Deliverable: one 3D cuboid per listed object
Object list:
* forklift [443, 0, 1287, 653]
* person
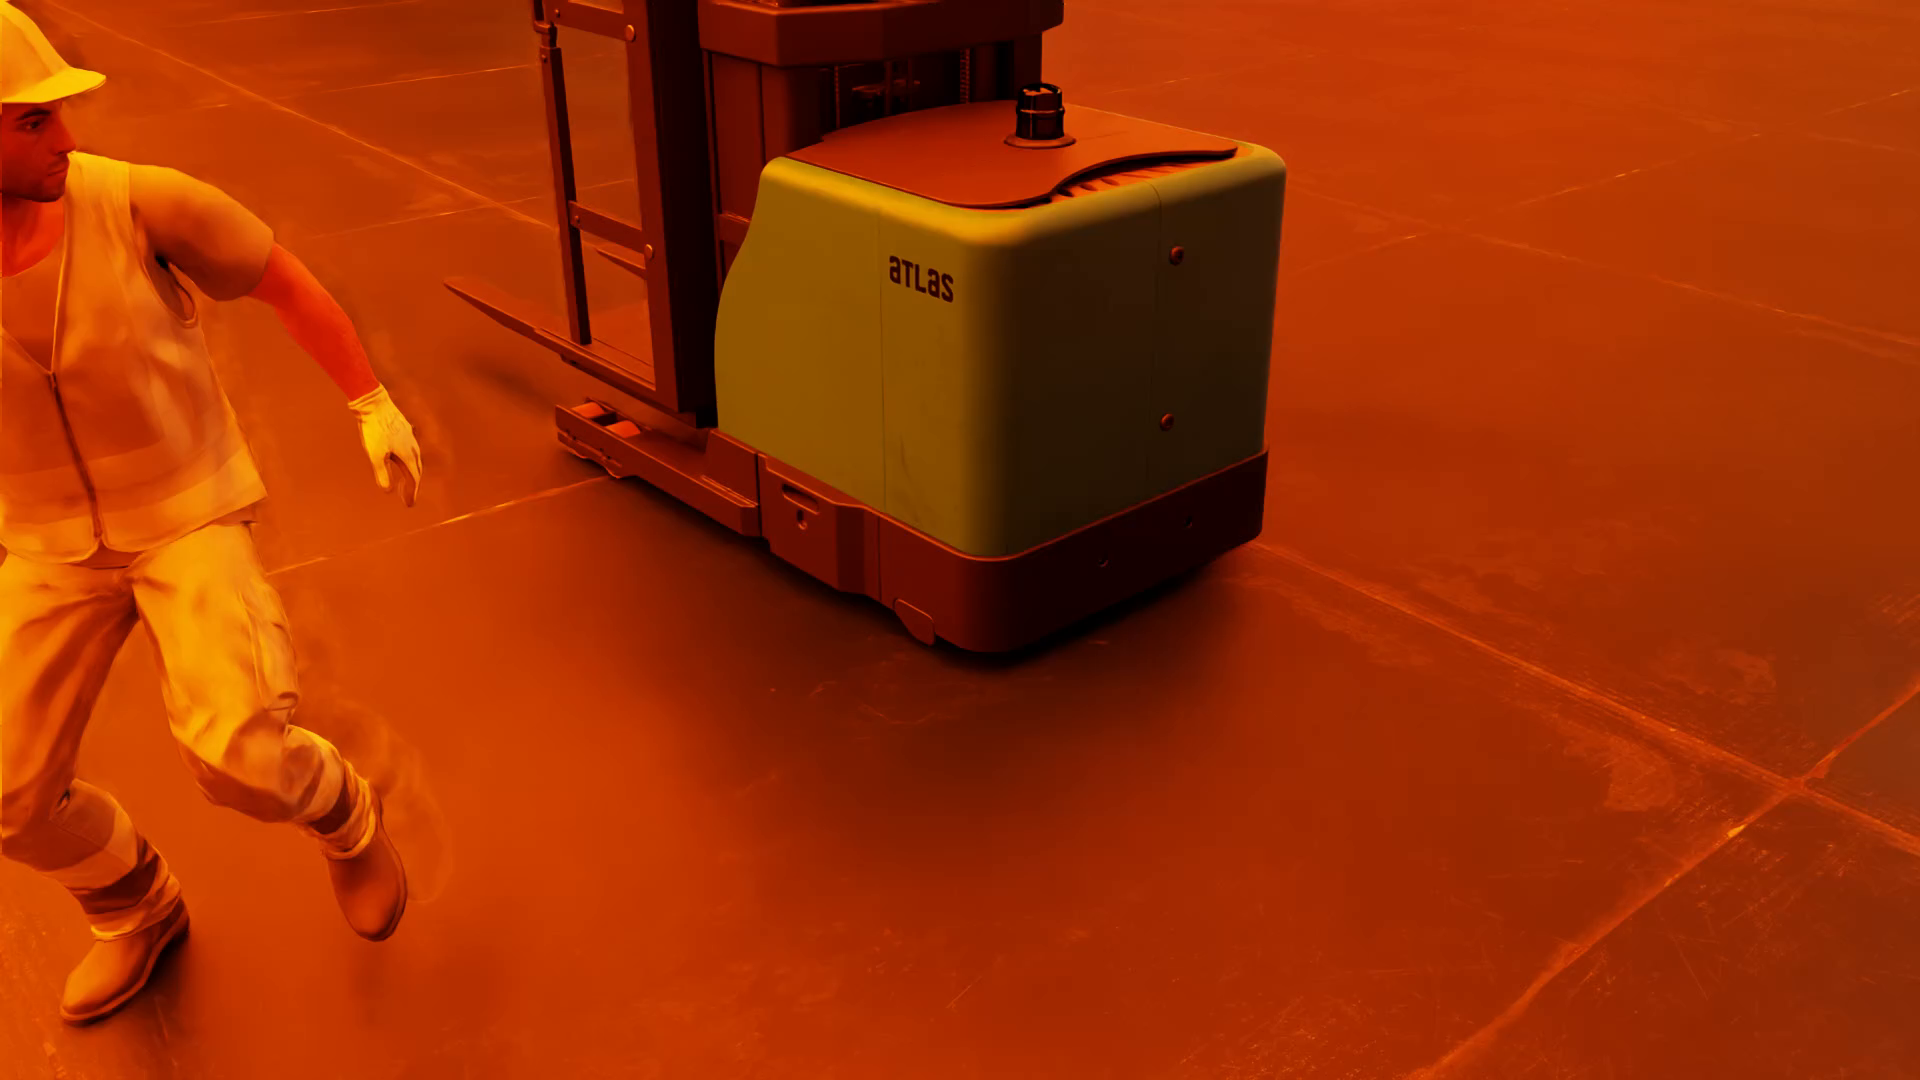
[{"bbox_3d":[-0.559,-1.626,4.480,1.130,2.935,3.031,-22,34,-37],"label":"forklift"},{"bbox_3d":[-1.307,0.008,2.614,0.831,1.676,0.620,-4,27,-8],"label":"person"}]
